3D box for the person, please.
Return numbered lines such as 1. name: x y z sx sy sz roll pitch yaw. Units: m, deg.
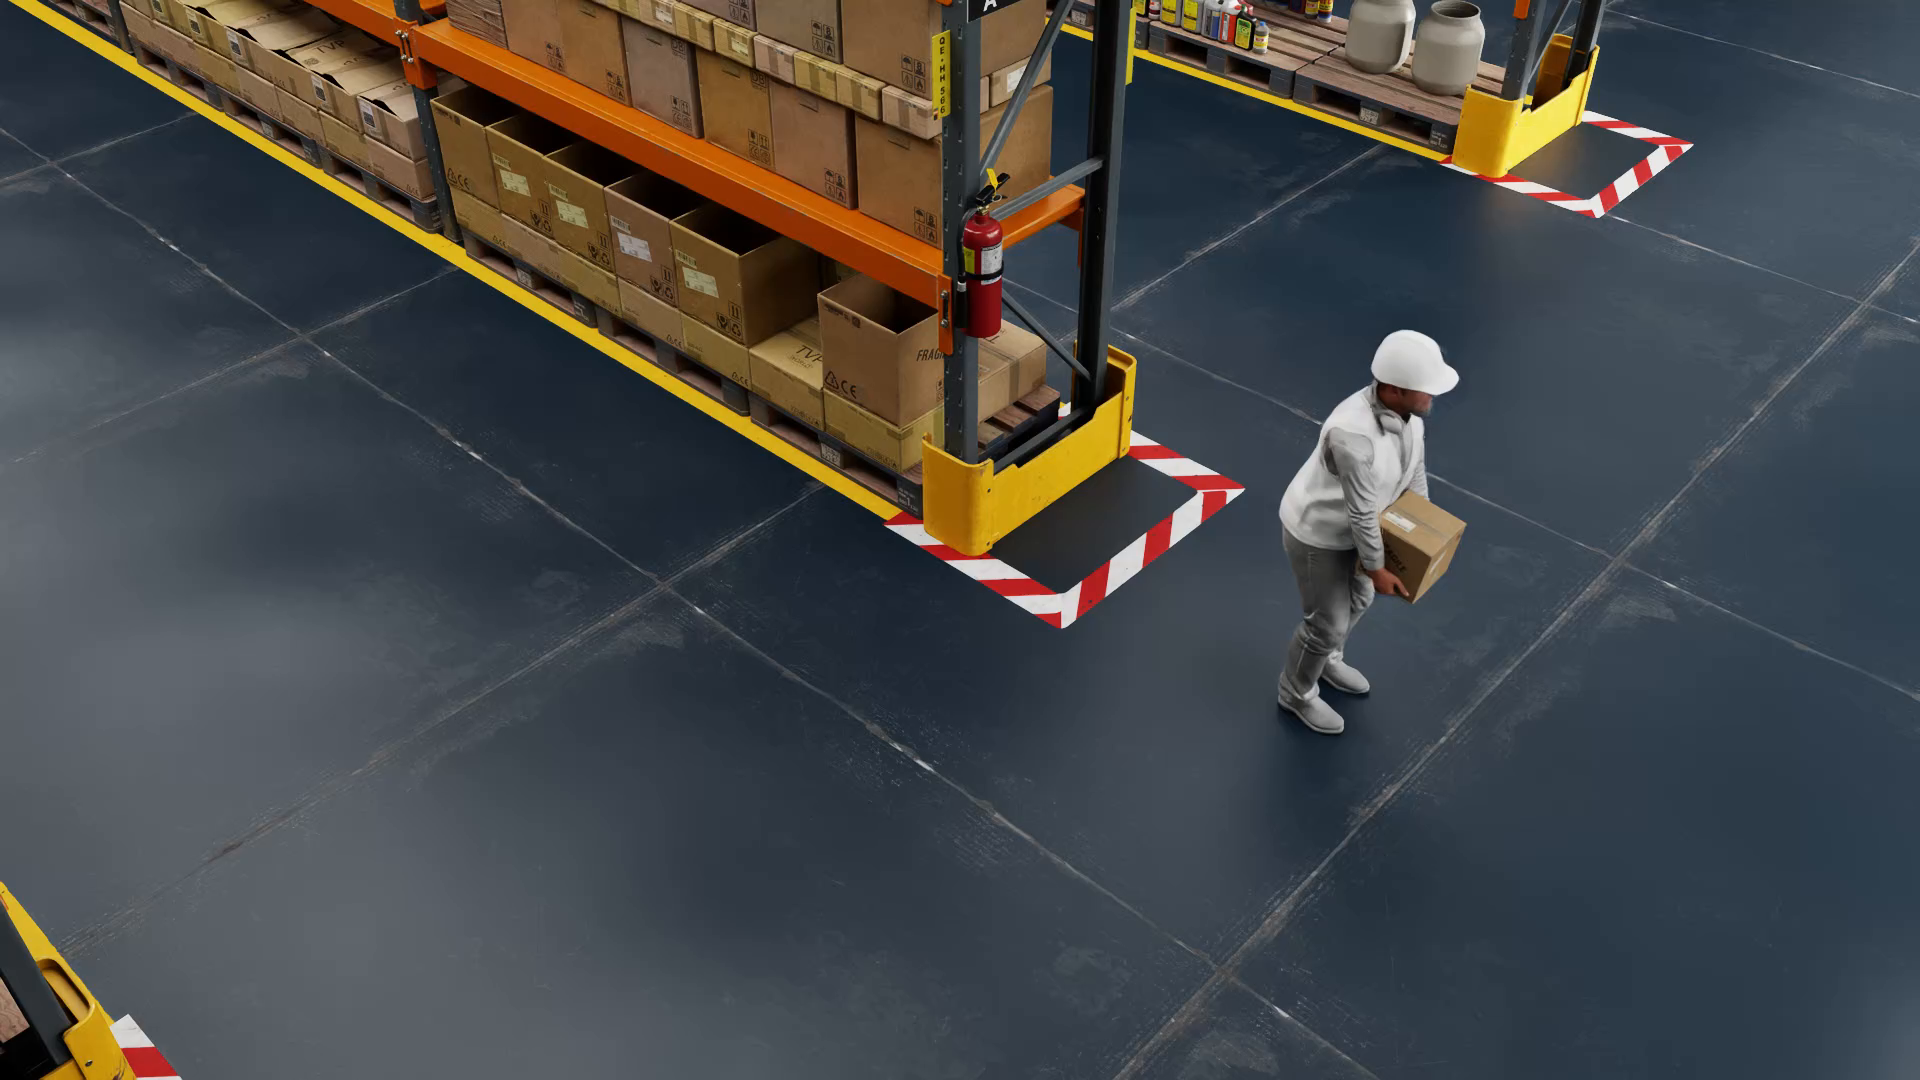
1. person: 1.498 -0.034 6.195 0.582 1.754 0.486 29 47 31
